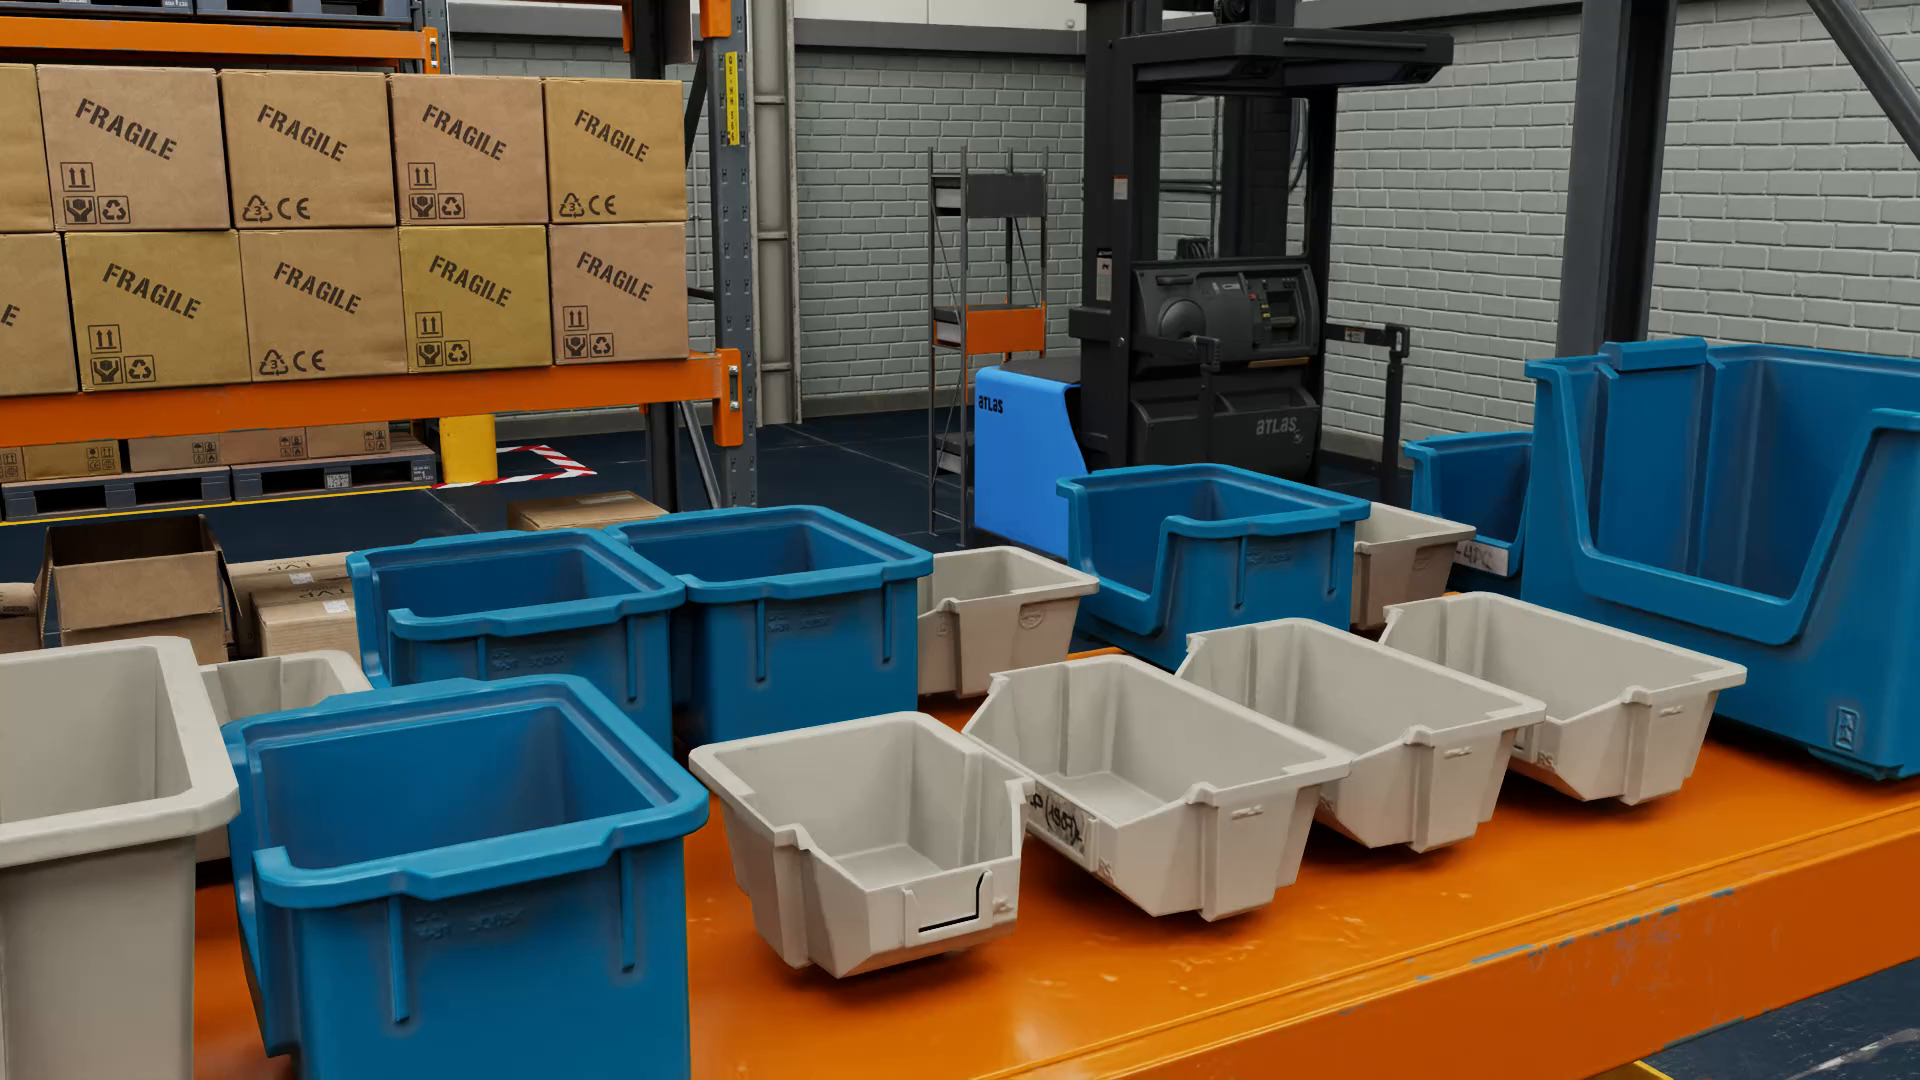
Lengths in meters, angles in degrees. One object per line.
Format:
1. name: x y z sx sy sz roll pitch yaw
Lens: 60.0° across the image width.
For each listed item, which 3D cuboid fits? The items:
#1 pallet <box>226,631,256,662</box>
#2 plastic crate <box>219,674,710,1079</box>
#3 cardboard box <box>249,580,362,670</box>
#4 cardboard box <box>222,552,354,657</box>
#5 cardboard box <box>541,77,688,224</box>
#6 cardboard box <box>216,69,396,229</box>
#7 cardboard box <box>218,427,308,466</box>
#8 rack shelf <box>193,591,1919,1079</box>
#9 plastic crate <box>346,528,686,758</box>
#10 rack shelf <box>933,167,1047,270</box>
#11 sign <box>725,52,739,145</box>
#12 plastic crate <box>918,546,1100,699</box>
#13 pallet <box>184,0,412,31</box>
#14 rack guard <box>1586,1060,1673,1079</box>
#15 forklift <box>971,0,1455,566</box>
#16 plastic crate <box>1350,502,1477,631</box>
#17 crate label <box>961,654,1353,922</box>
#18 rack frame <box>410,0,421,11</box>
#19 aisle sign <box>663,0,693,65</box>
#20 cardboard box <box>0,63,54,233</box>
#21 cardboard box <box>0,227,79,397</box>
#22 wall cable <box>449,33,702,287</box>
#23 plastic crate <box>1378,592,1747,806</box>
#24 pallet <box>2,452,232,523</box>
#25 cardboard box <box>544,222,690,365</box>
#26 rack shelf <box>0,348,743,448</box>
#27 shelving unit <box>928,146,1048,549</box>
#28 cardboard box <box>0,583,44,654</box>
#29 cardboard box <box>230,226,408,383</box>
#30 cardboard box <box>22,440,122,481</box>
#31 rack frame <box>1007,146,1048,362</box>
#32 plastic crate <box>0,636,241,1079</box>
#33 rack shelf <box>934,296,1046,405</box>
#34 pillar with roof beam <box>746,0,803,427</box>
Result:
1. pallet: -2.912 0.587 6.022 1.213 0.211 1.003 -7 14 -28
2. plastic crate: -0.386 0.280 1.280 0.300 0.233 0.416 -7 14 -28
3. cardboard box: -2.283 0.332 6.061 0.500 0.250 0.500 -7 14 -28
4. cardboard box: -2.567 0.241 6.466 0.500 0.250 0.500 -7 14 -28
5. cardboard box: -1.335 -1.430 6.127 0.500 0.500 0.500 -7 14 -28
6. cardboard box: -2.231 -1.321 5.643 0.500 0.500 0.500 -6 14 -26
7. cardboard box: -4.458 -0.787 10.513 0.500 0.500 0.700 -7 14 -28
8. rack shelf: -0.461 0.523 1.592 4.000 0.370 1.077 -7 14 -28
9. plastic crate: -0.499 0.147 1.870 0.300 0.233 0.416 -7 14 -28
10. rack shelf: 0.145 -1.711 8.805 0.480 0.518 0.431 -7 14 -28
11. sign: -0.828 -1.603 6.045 0.005 0.325 0.100 -7 14 -28
12. plastic crate: 0.003 0.113 2.240 0.298 0.136 0.250 -7 14 -28
13. pallet: -4.099 -3.288 10.256 1.213 0.211 1.003 -7 14 -28
14. rack guard: 1.309 1.176 2.744 0.348 0.500 1.175 -7 14 -28
15. forklift: 1.237 -0.979 6.784 1.130 2.935 3.031 -7 15 -30
16. plastic crate: 0.598 0.041 2.557 0.298 0.136 0.250 -7 14 -28
17. crate label: 0.171 0.243 1.660 0.243 0.136 0.396 -7 14 -28
18. rack frame: -3.453 -4.874 10.273 0.127 3.000 1.000 -7 14 -28
19. aisle sign: -1.157 -2.325 6.689 0.004 0.787 0.394 -7 14 -28
20. cardboard box: -3.134 -1.213 5.161 0.500 0.500 0.500 -7 15 -30
21. cardboard box: -3.121 -0.729 5.289 0.500 0.500 0.500 -7 14 -28
22. wall cable: -2.782 -2.760 12.228 1.851 1.984 0.084 -7 14 -28
23. plastic crate: 0.665 0.182 1.934 0.243 0.136 0.396 -7 14 -28
24. pallet: -5.187 -0.360 10.230 1.213 0.211 1.003 -7 14 -28
25. cardboard box: -1.339 -0.943 6.238 0.500 0.500 0.500 -6 14 -26
26. rack shelf: -2.832 -0.432 5.835 4.000 0.370 1.077 -7 14 -28
27. shelving unit: 0.145 -1.042 8.956 0.503 2.100 0.431 -7 14 -28
28. cardboard box: -3.564 0.331 5.928 0.500 0.311 0.500 -7 14 -28
29. cardboard box: -2.233 -0.836 5.764 0.500 0.500 0.500 -7 14 -27
30. cardboard box: -5.364 -0.677 10.022 0.500 0.500 0.700 -6 14 -27
31. rack frame: 0.359 -1.067 9.070 0.015 2.100 0.400 -7 14 -28
32. plastic crate: -0.788 0.286 1.140 0.530 0.282 0.437 -7 14 -28
33. rack shelf: 0.145 -1.028 8.959 0.480 0.518 0.431 -7 14 -28
34. pillar with roof beam: 0.565 -4.495 8.589 0.400 9.000 9.100 -7 14 -28
